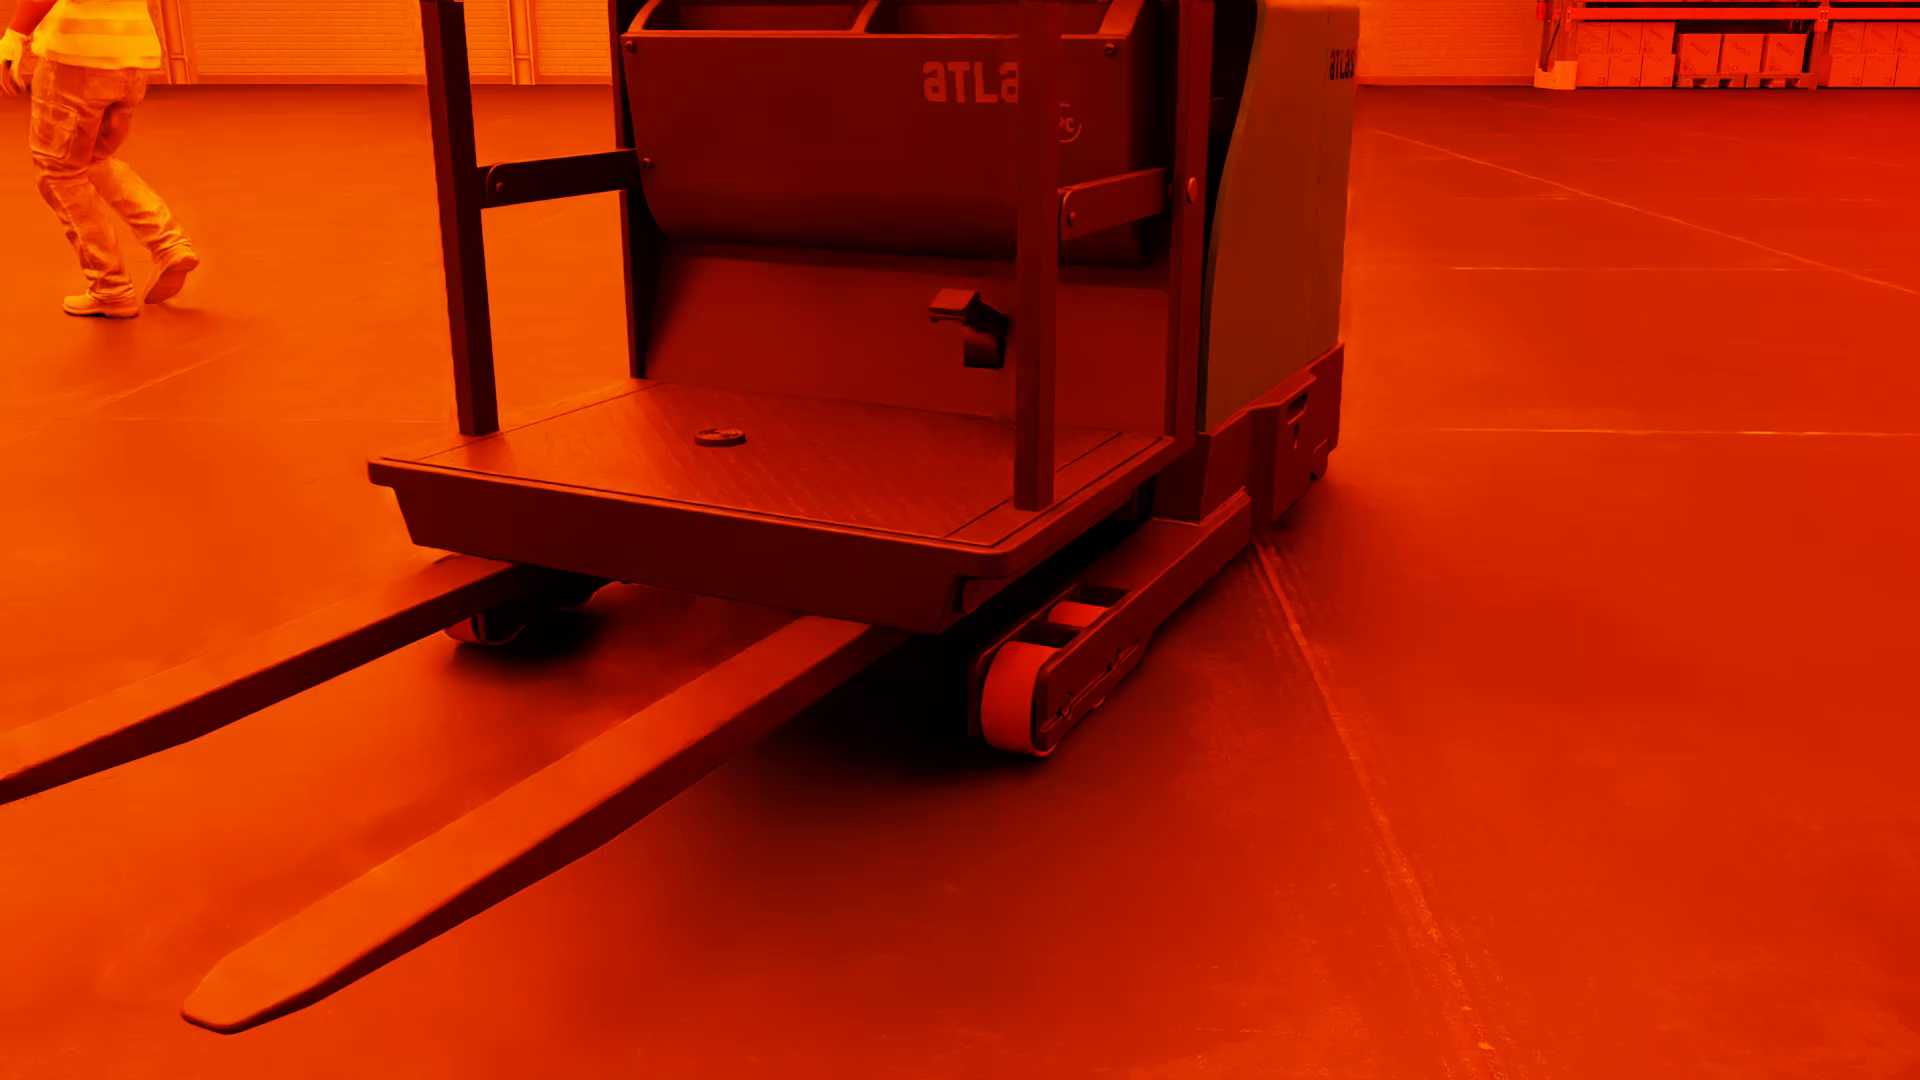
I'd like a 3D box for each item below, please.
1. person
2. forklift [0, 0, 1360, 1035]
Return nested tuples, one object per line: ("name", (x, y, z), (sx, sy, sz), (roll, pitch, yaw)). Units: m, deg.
("person", (-3.036, -1.638, 5.707), (0.488, 1.750, 0.805), (4, 18, 12))
("forklift", (-0.227, -1.237, 2.413), (1.130, 2.935, 3.031), (8, 19, 25))
